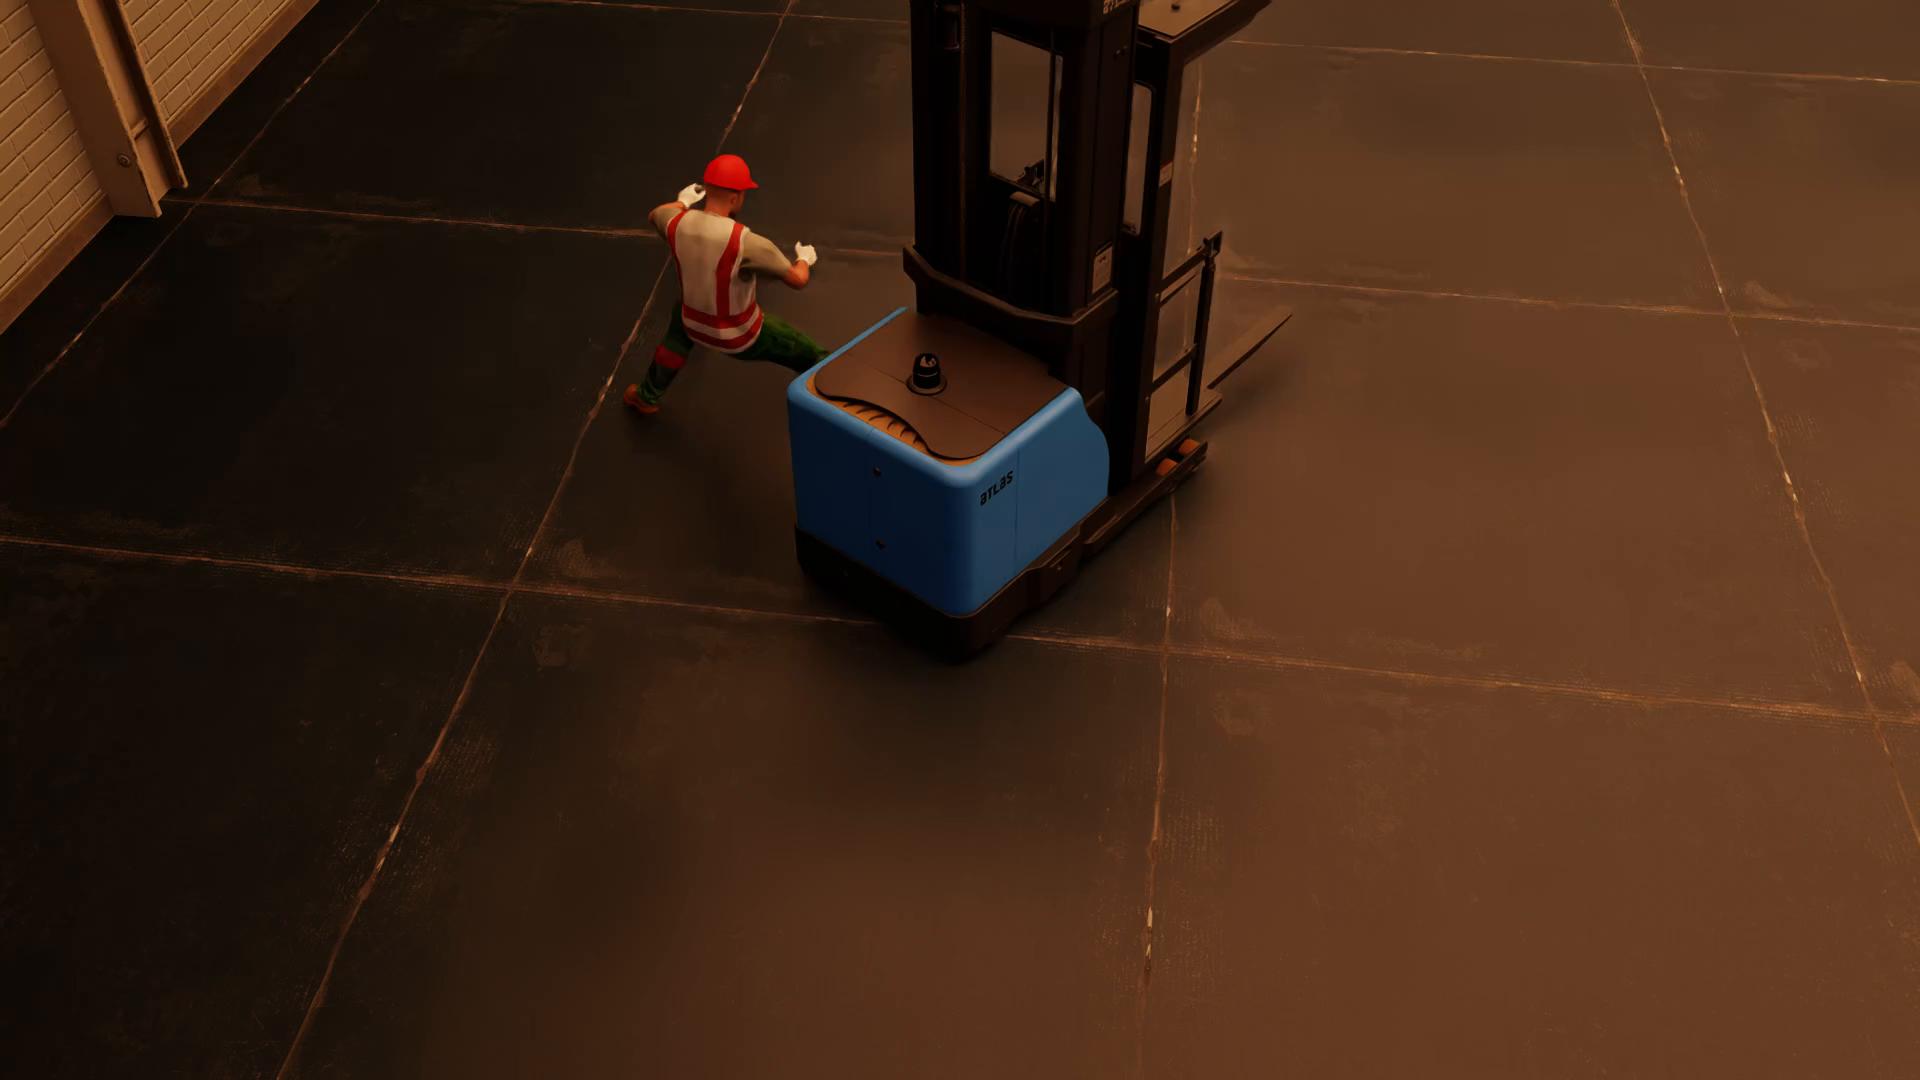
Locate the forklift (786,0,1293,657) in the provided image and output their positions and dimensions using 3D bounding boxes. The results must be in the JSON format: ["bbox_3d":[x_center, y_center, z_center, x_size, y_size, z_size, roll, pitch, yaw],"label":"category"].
[{"bbox_3d":[0.569,-1.506,7.363,1.130,2.935,3.031,29,50,28],"label":"forklift"}]

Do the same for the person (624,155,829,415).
[{"bbox_3d":[-1.071,-1.198,8.048,1.287,1.555,0.720,21,47,22],"label":"person"}]
